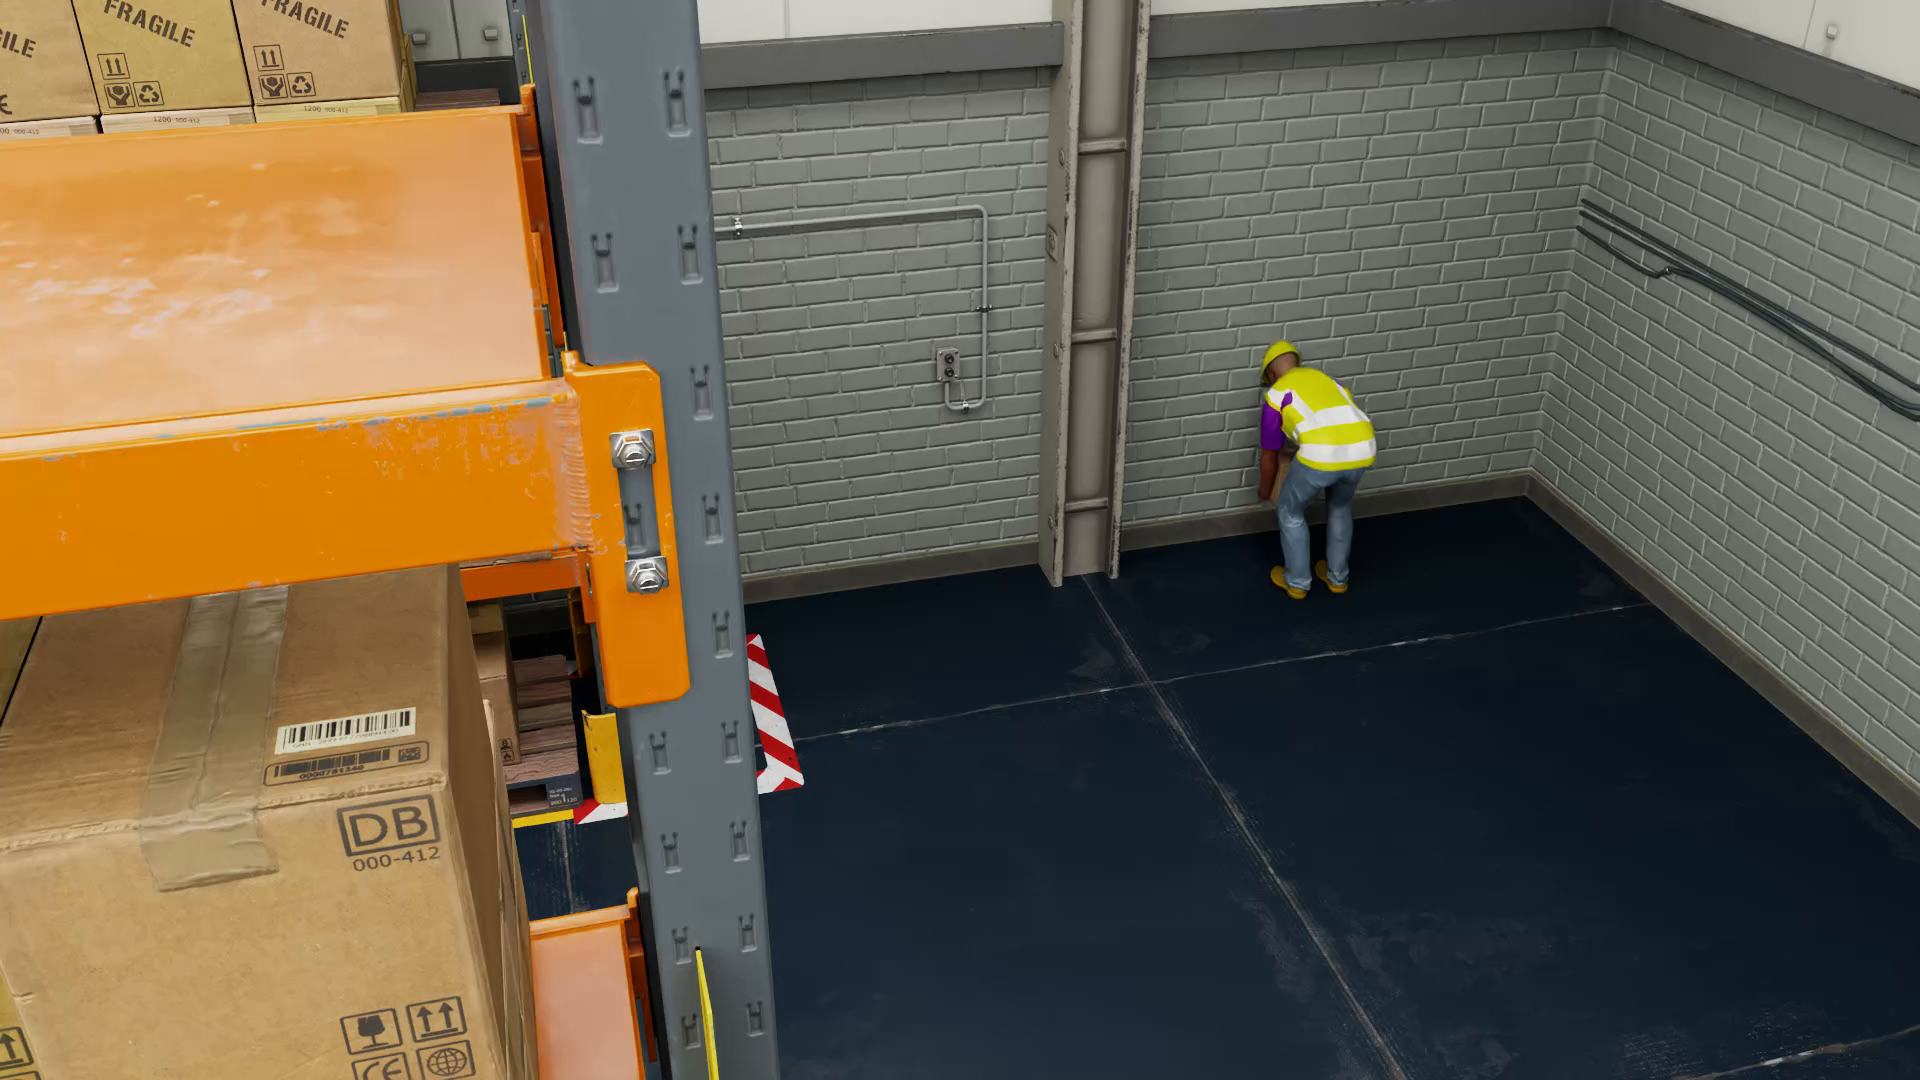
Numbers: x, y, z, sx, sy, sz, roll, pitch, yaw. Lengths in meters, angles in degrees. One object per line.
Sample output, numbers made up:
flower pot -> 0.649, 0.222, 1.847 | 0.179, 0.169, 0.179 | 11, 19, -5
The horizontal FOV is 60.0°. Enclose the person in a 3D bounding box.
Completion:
person -> 1.912, -0.393, 9.304 | 0.475, 1.242, 0.956 | -9, 31, -15
